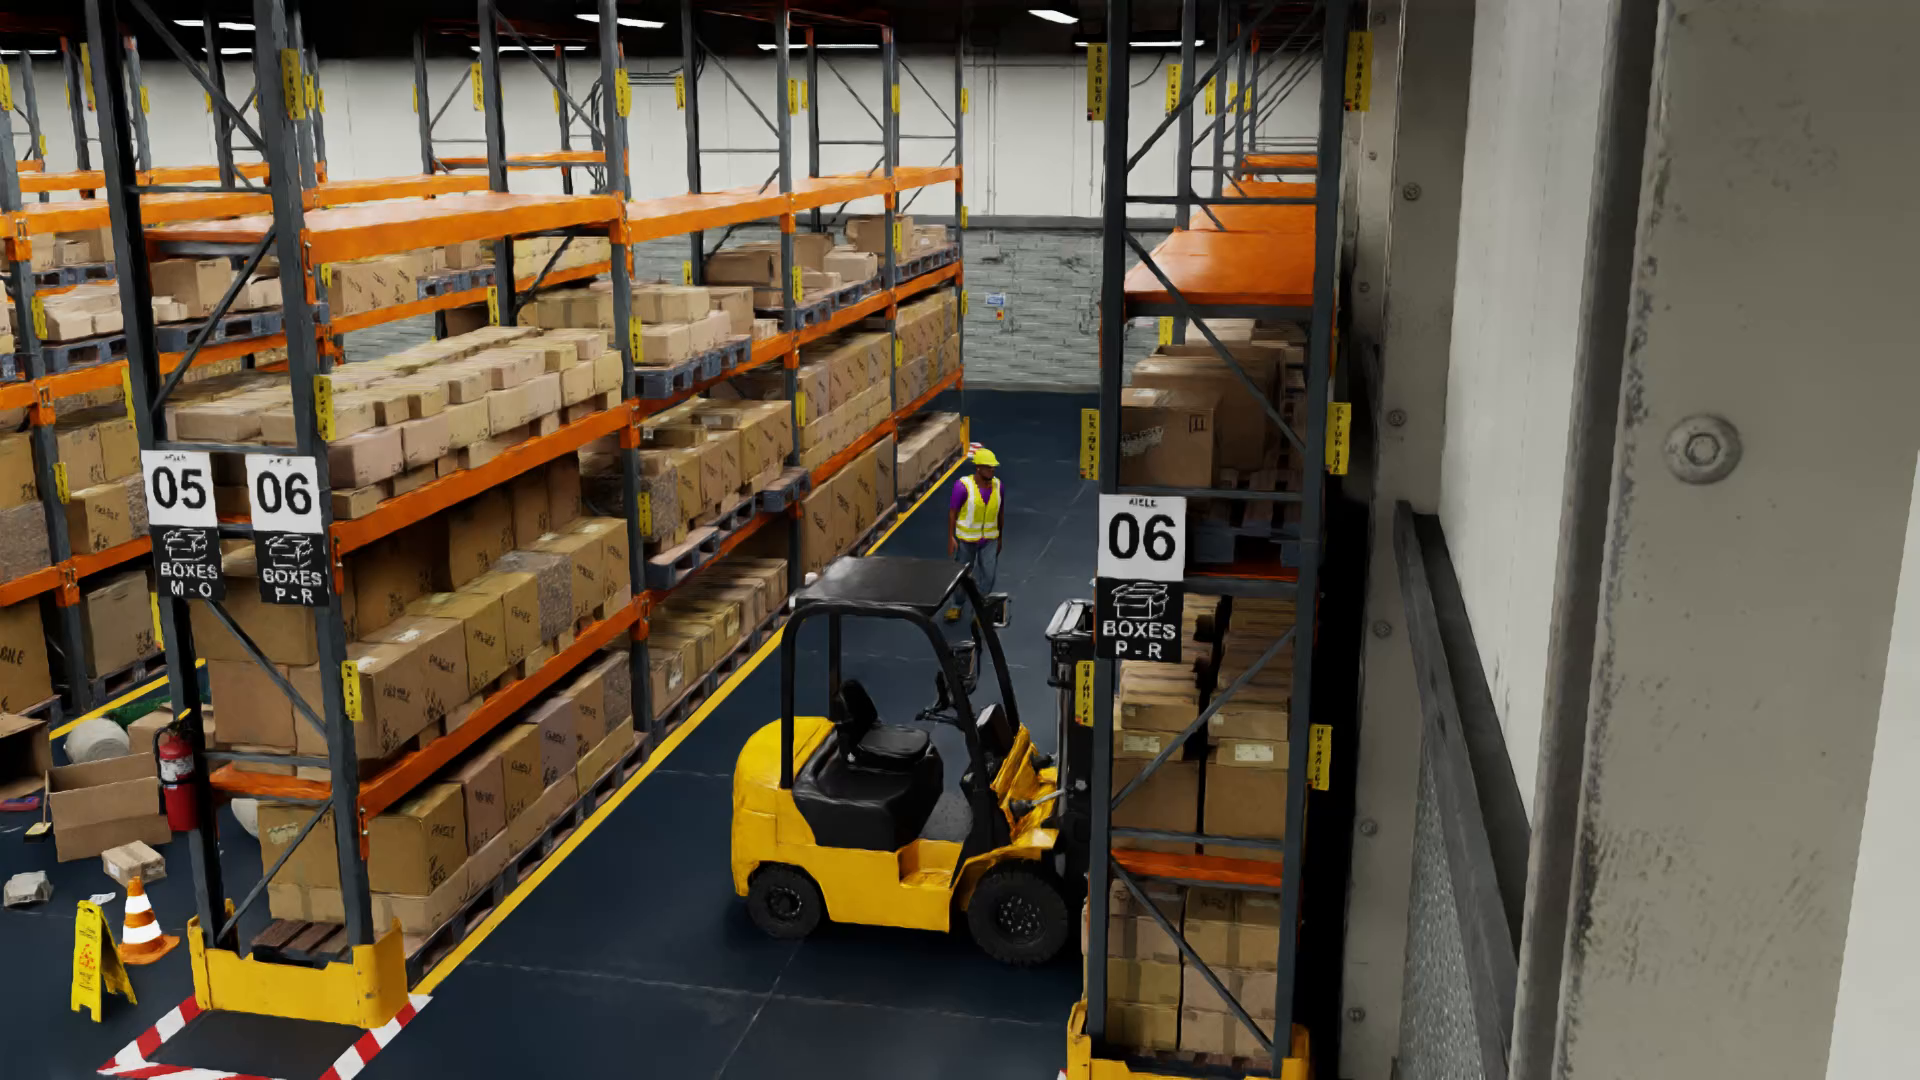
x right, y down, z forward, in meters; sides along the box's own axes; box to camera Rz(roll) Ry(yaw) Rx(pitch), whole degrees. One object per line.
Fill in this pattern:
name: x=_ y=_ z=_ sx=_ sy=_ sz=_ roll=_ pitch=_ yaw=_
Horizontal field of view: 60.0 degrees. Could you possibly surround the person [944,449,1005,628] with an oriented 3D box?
person: x=0.142 y=-0.037 z=16.117 sx=0.607 sy=1.754 sz=0.559 roll=-5 pitch=16 yaw=-20
